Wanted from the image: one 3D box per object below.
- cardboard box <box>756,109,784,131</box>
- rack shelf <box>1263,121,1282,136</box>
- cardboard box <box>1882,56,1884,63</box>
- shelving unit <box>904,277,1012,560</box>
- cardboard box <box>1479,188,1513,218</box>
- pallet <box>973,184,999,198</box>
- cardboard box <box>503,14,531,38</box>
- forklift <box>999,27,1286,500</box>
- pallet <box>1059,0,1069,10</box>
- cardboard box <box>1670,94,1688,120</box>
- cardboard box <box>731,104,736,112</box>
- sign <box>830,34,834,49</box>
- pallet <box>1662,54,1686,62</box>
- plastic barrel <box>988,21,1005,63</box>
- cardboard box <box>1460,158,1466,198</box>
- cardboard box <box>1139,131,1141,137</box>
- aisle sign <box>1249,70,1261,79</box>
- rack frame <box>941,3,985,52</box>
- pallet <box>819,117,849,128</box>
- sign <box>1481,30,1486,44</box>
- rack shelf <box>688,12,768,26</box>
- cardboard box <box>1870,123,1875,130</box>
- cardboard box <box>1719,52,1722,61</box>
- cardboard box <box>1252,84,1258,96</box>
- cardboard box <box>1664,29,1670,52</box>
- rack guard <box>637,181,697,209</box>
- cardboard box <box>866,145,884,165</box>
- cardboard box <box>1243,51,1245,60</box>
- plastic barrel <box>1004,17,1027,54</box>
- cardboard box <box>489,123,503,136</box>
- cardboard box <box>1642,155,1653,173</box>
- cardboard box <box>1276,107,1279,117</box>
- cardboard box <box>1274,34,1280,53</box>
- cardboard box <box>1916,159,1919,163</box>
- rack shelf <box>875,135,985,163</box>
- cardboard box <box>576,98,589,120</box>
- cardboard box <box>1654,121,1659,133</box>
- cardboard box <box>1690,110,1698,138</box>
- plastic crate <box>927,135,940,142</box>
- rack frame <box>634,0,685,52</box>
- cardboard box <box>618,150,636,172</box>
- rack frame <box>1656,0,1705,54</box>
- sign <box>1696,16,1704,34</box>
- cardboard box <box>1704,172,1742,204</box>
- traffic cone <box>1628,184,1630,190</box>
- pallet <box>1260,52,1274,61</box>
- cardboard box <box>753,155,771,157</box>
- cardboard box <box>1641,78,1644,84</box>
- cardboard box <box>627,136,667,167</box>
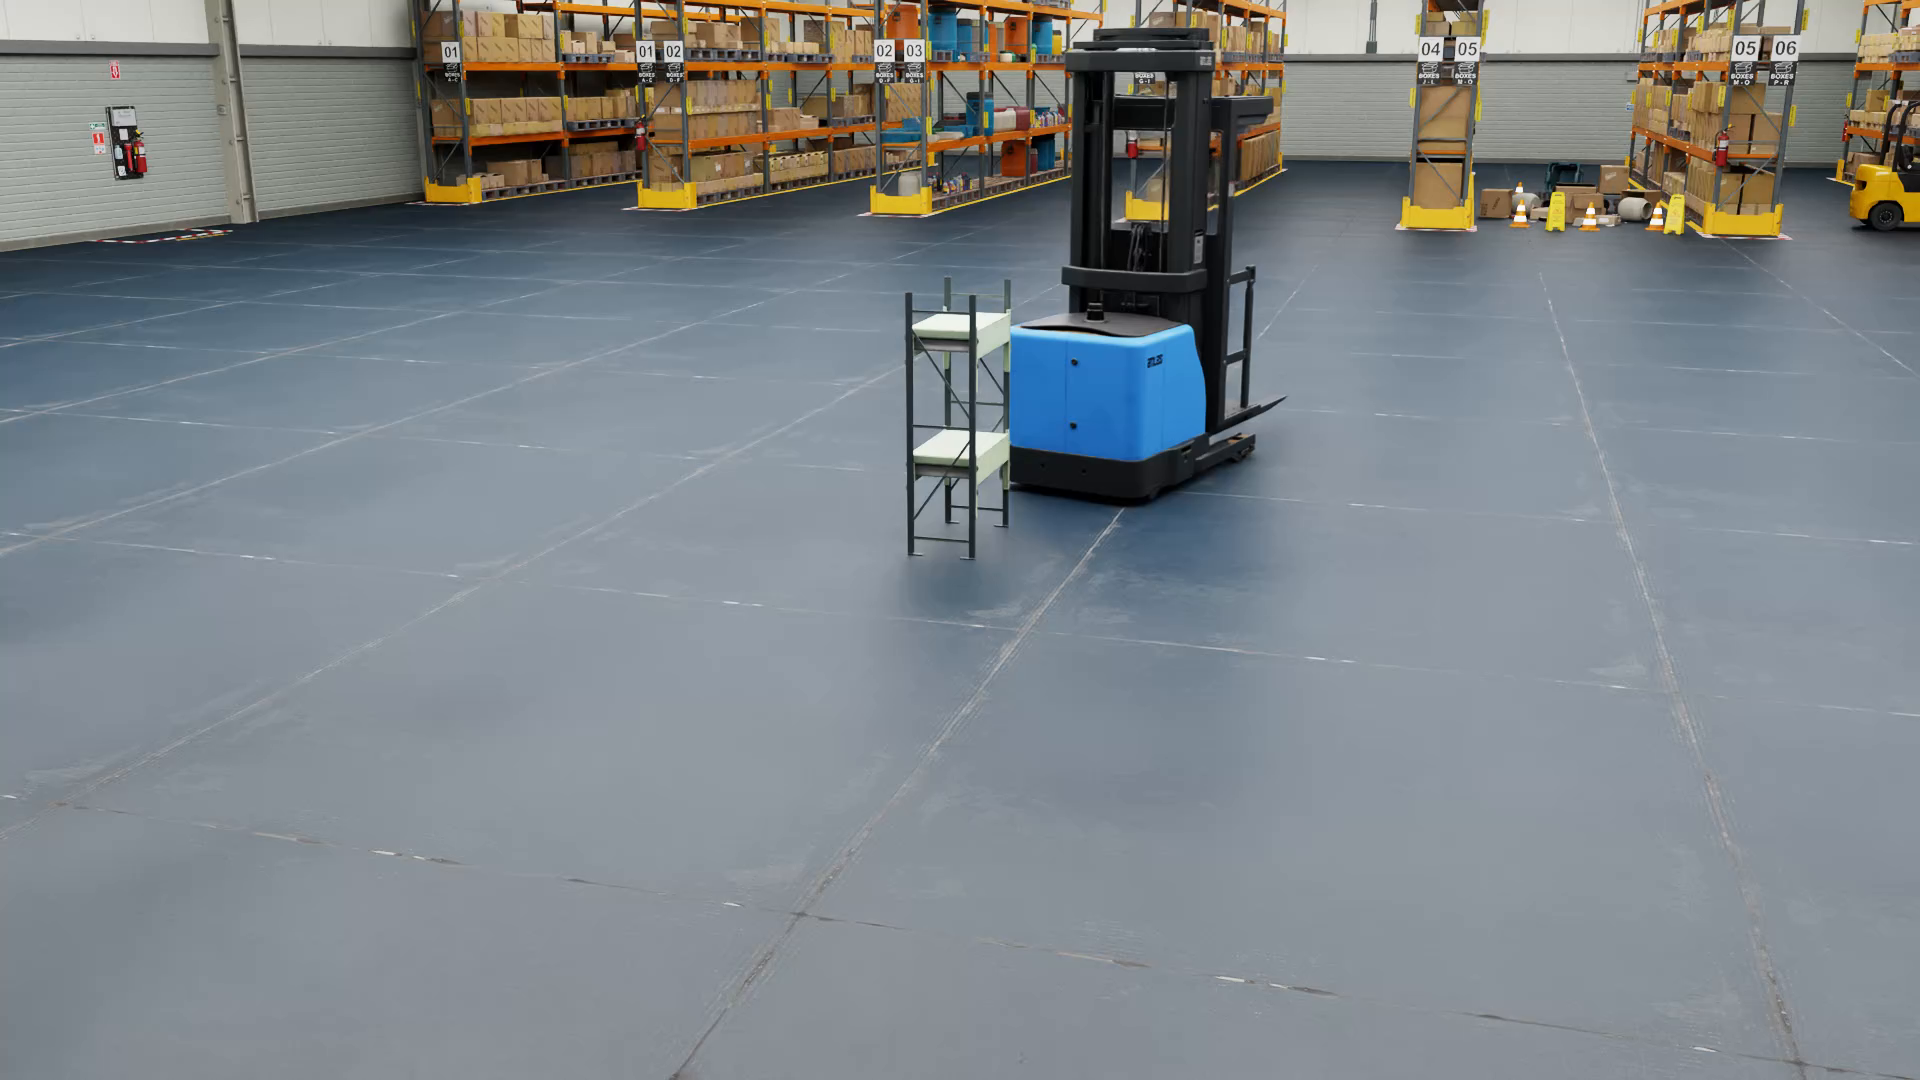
[{"bbox_3d":[-4.341,-9.559,37.851,0.500,0.500,0.500,6,17,20],"label":"cardboard box"},{"bbox_3d":[7.614,-10.675,43.285,1.077,0.370,4.000,5,16,16],"label":"rack shelf"},{"bbox_3d":[21.462,-11.049,38.250,0.380,0.149,0.250,5,17,18],"label":"cardboard box"},{"bbox_3d":[-0.002,-0.720,9.619,0.431,1.500,0.755,5,16,16],"label":"shelving unit"},{"bbox_3d":[10.042,-6.306,31.142,0.500,0.500,0.500,8,18,25],"label":"cardboard box"},{"bbox_3d":[0.210,-7.655,36.432,1.003,0.211,1.213,5,16,16],"label":"pallet"},{"bbox_3d":[-9.641,-11.105,35.934,0.500,0.500,0.500,4,16,14],"label":"cardboard box"},{"bbox_3d":[1.464,-2.017,11.571,1.130,2.935,3.031,10,18,30],"label":"forklift"},{"bbox_3d":[2.092,-13.265,41.186,1.003,0.211,1.213,5,16,16],"label":"pallet"},{"bbox_3d":[15.061,-8.976,34.480,0.500,0.500,0.500,4,16,14],"label":"cardboard box"},{"bbox_3d":[-4.958,-9.114,35.092,0.380,0.149,0.250,5,17,17],"label":"cardboard box"},{"bbox_3d":[-3.058,-11.905,39.714,0.100,0.325,0.005,5,16,16],"label":"sign"},{"bbox_3d":[15.858,-10.500,36.200,1.003,0.211,1.213,5,17,18],"label":"pallet"},{"bbox_3d":[0.719,-11.321,37.831,0.600,0.901,0.600,0,16,0],"label":"plastic barrel"},{"bbox_3d":[9.589,-7.282,33.360,1.050,0.750,0.750,5,16,16],"label":"cardboard box"},{"bbox_3d":[3.845,-7.831,31.213,0.875,0.500,0.500,5,16,16],"label":"cardboard box"},{"bbox_3d":[7.916,-12.837,44.825,0.394,0.787,0.004,5,16,16],"label":"aisle sign"},{"bbox_3d":[0.024,-11.675,34.498,1.000,3.000,0.127,5,16,16],"label":"rack frame"},{"bbox_3d":[-3.462,-10.311,41.035,1.213,0.211,1.003,5,16,16],"label":"pallet"},{"bbox_3d":[10.032,-9.681,31.873,0.100,0.325,0.005,5,16,16],"label":"sign"},{"bbox_3d":[-6.633,-14.521,46.584,1.077,0.370,4.000,5,16,16],"label":"rack shelf"},{"bbox_3d":[21.406,-9.602,38.647,0.380,0.149,0.250,4,16,15],"label":"cardboard box"},{"bbox_3d":[13.361,-8.359,28.768,0.380,0.149,0.250,4,16,14],"label":"cardboard box"},{"bbox_3d":[6.872,-10.860,40.600,0.797,0.503,0.637,4,16,14],"label":"cardboard box"},{"bbox_3d":[15.633,-10.859,36.168,0.500,0.500,0.500,5,17,16],"label":"cardboard box"},{"bbox_3d":[-5.868,-6.918,33.304,1.175,0.500,0.348,5,16,16],"label":"rack guard"},{"bbox_3d":[-2.316,-10.124,43.801,0.500,0.500,0.500,5,16,16],"label":"cardboard box"},{"bbox_3d":[6.009,-10.678,36.758,0.500,0.250,0.500,5,16,16],"label":"cardboard box"},{"bbox_3d":[1.325,-11.835,39.004,0.600,0.830,0.708,5,16,16],"label":"plastic barrel"},{"bbox_3d":[-10.035,-8.688,35.200,0.500,0.250,0.500,4,16,14],"label":"cardboard box"},{"bbox_3d":[17.083,-9.088,40.301,0.875,0.438,0.875,4,16,14],"label":"cardboard box"},{"bbox_3d":[8.155,-11.335,44.024,0.500,0.250,0.500,4,16,15],"label":"cardboard box"},{"bbox_3d":[8.086,-13.145,44.043,0.700,0.500,0.500,4,16,13],"label":"cardboard box"},{"bbox_3d":[20.116,-7.833,34.570,0.380,0.149,0.250,4,16,13],"label":"cardboard box"},{"bbox_3d":[-0.545,-7.919,33.570,1.077,0.370,4.000,5,16,16],"label":"rack shelf"},{"bbox_3d":[-9.132,-10.093,38.926,0.700,0.500,0.500,6,17,22],"label":"cardboard box"},{"bbox_3d":[15.712,-9.164,36.915,0.500,0.250,0.500,4,16,15],"label":"cardboard box"},{"bbox_3d":[13.882,-7.734,30.870,0.500,0.500,0.500,5,16,16],"label":"cardboard box"},{"bbox_3d":[-0.550,-7.824,32.401,0.298,0.136,0.250,5,16,16],"label":"plastic crate"},{"bbox_3d":[-5.861,-11.013,32.167,1.000,3.000,0.127,5,16,16],"label":"rack frame"},{"bbox_3d":[-8.493,-9.420,41.318,0.700,0.500,0.500,5,17,17],"label":"cardboard box"},{"bbox_3d":[16.547,-12.615,37.814,1.000,3.000,0.127,5,16,16],"label":"rack frame"},{"bbox_3d":[13.741,-9.559,30.868,0.100,0.325,0.005,5,16,16],"label":"sign"},{"bbox_3d":[13.115,-6.059,28.590,0.500,0.500,0.500,5,17,16],"label":"cardboard box"},{"bbox_3d":[13.284,-6.848,33.126,0.336,0.463,0.334,5,16,16],"label":"traffic cone"},{"bbox_3d":[7.289,-12.111,41.697,1.003,0.211,1.213,5,16,16],"label":"pallet"},{"bbox_3d":[-4.598,-8.718,38.309,0.500,0.311,0.500,5,16,16],"label":"cardboard box"},{"bbox_3d":[17.070,-11.342,41.114,0.380,0.149,0.250,4,16,14],"label":"cardboard box"},{"bbox_3d":[-8.003,-9.953,42.594,0.750,0.750,0.750,4,16,15],"label":"cardboard box"}]
